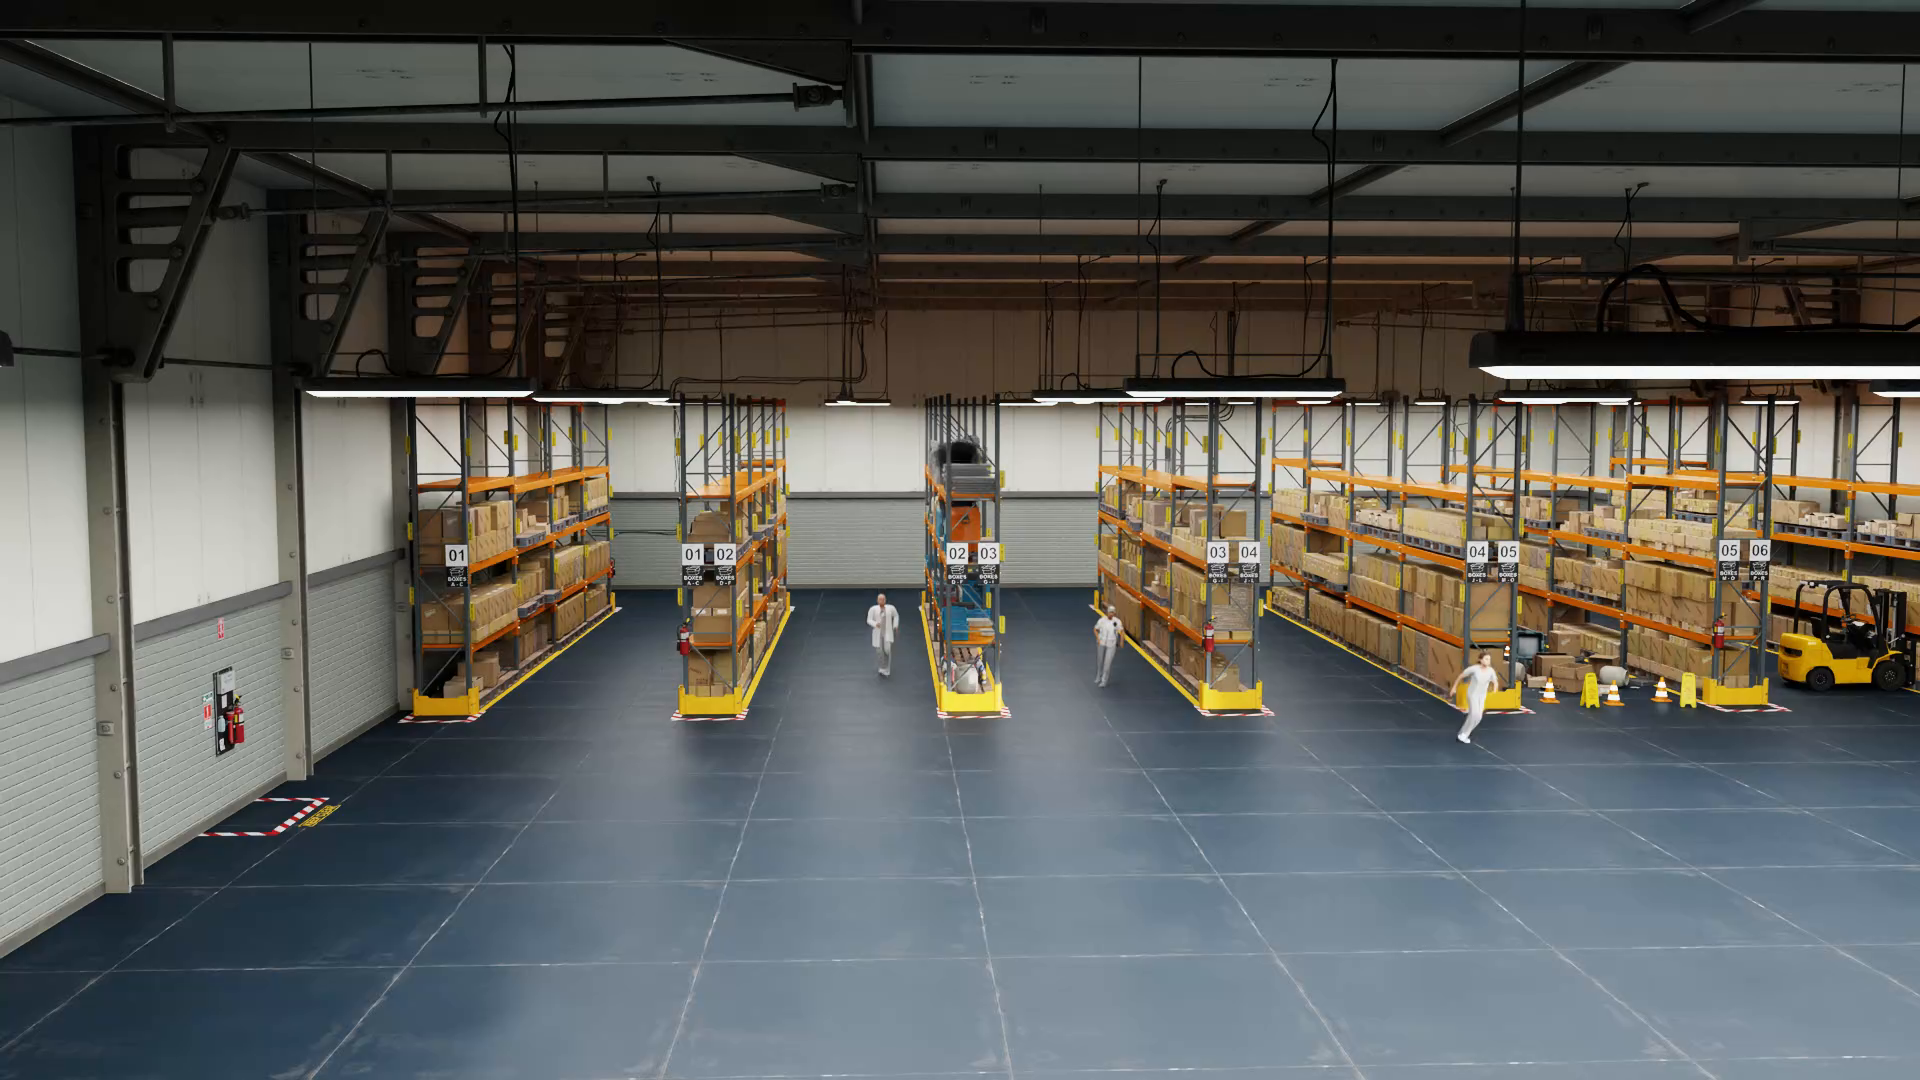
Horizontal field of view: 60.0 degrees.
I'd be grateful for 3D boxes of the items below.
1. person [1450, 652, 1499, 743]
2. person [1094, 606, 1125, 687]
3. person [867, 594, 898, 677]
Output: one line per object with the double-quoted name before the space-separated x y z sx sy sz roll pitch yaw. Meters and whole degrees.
"person" 8.874 2.698 28.464 0.738 1.567 0.623 -1 5 -17
"person" 3.050 2.169 34.213 0.644 1.645 0.908 1 5 15
"person" -1.650 2.038 35.517 0.664 1.780 0.849 0 5 -1
